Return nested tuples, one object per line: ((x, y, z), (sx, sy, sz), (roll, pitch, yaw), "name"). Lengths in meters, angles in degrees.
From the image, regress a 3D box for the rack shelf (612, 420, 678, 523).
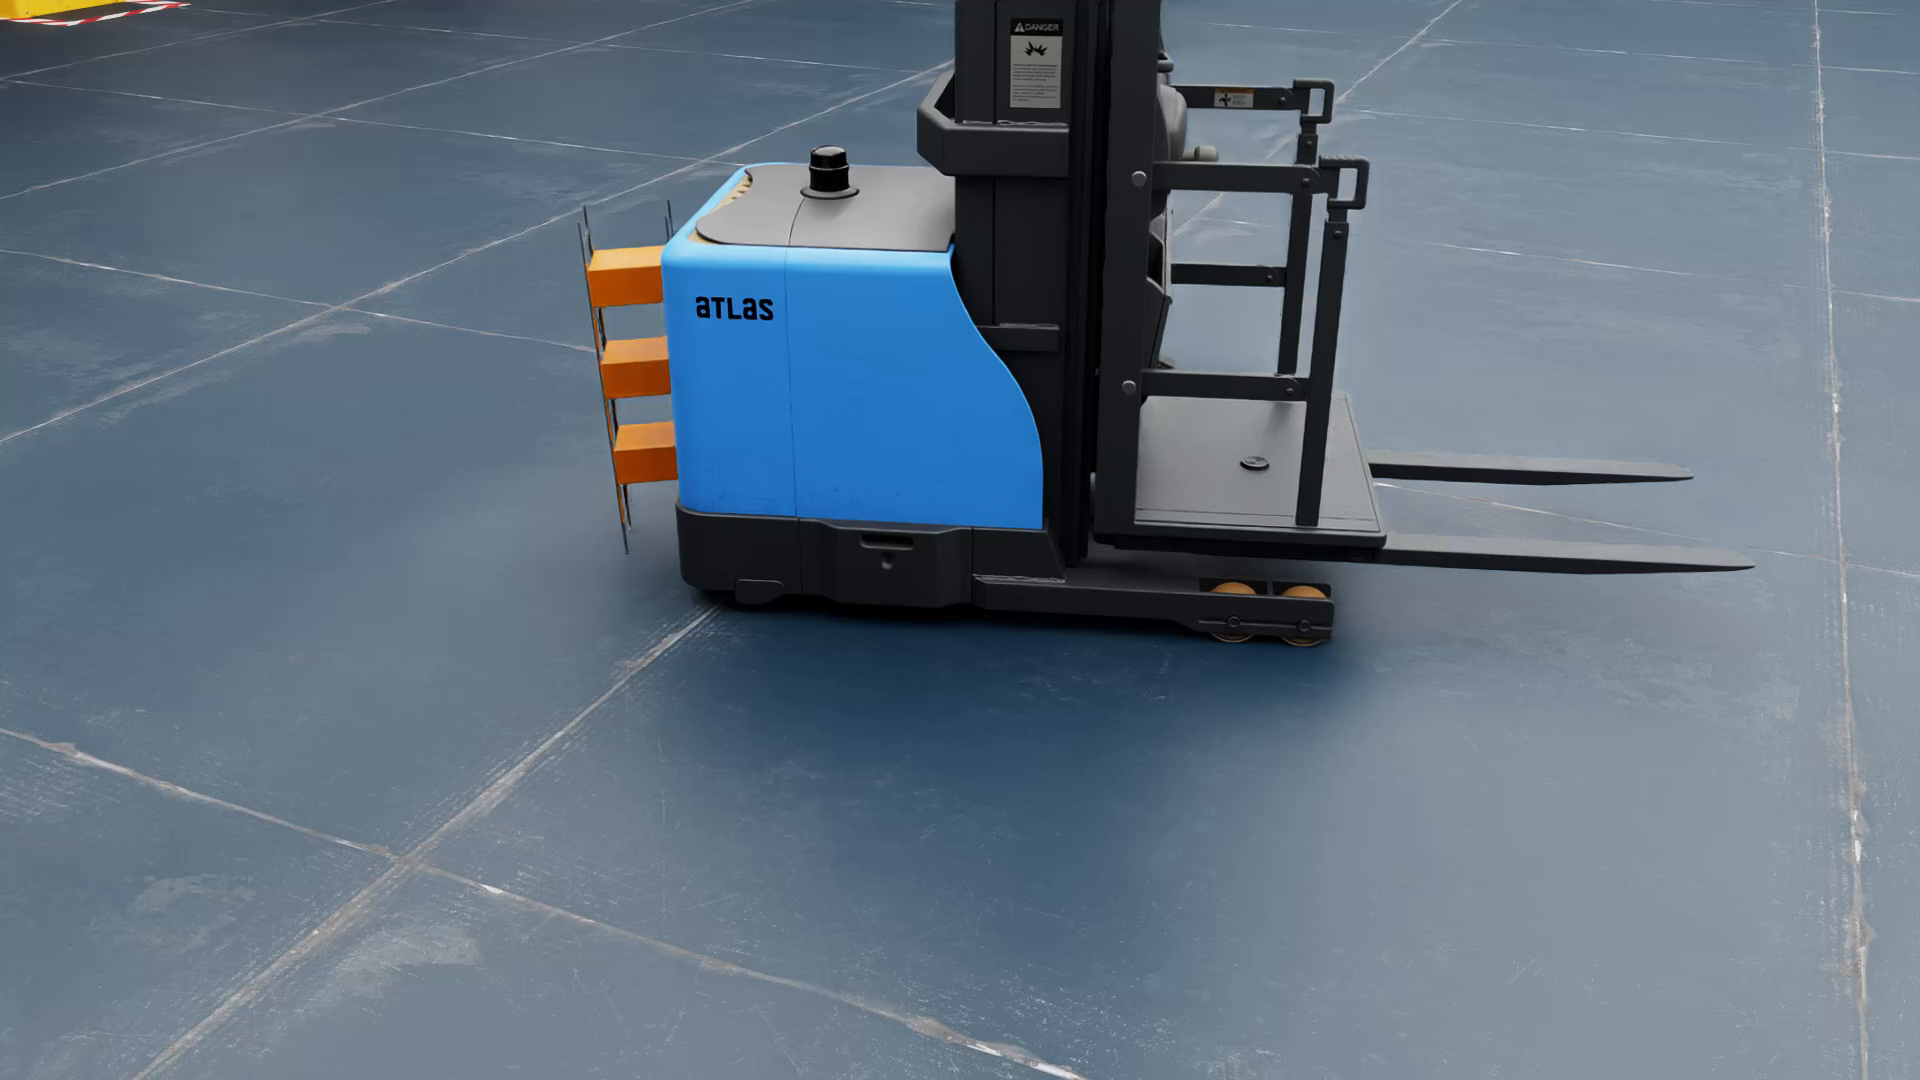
((-0.935, -0.223, 5.156), (0.240, 0.259, 0.215), (-5, 27, -5), "rack shelf")

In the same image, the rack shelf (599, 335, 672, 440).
((-0.946, -0.471, 5.032), (0.240, 0.259, 0.215), (-5, 27, -5), "rack shelf")

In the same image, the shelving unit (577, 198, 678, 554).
((-0.946, -0.481, 5.027), (0.252, 1.050, 0.215), (-5, 27, -5), "shelving unit")

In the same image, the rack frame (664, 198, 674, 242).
((-0.825, -0.492, 5.038), (0.008, 1.050, 0.200), (-5, 27, -5), "rack frame")

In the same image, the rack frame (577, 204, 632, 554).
((-1.067, -0.470, 5.016), (0.008, 1.050, 0.200), (-5, 27, -5), "rack frame")

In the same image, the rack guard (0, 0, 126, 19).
((-8.083, -5.011, 14.861), (0.348, 0.500, 1.175), (11, 28, 22), "rack guard")

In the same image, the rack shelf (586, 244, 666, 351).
((-0.957, -0.725, 4.905), (0.240, 0.259, 0.215), (-5, 27, -5), "rack shelf")

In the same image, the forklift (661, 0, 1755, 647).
((0.736, -1.265, 4.502), (3.031, 2.935, 1.130), (3, 26, 6), "forklift")
